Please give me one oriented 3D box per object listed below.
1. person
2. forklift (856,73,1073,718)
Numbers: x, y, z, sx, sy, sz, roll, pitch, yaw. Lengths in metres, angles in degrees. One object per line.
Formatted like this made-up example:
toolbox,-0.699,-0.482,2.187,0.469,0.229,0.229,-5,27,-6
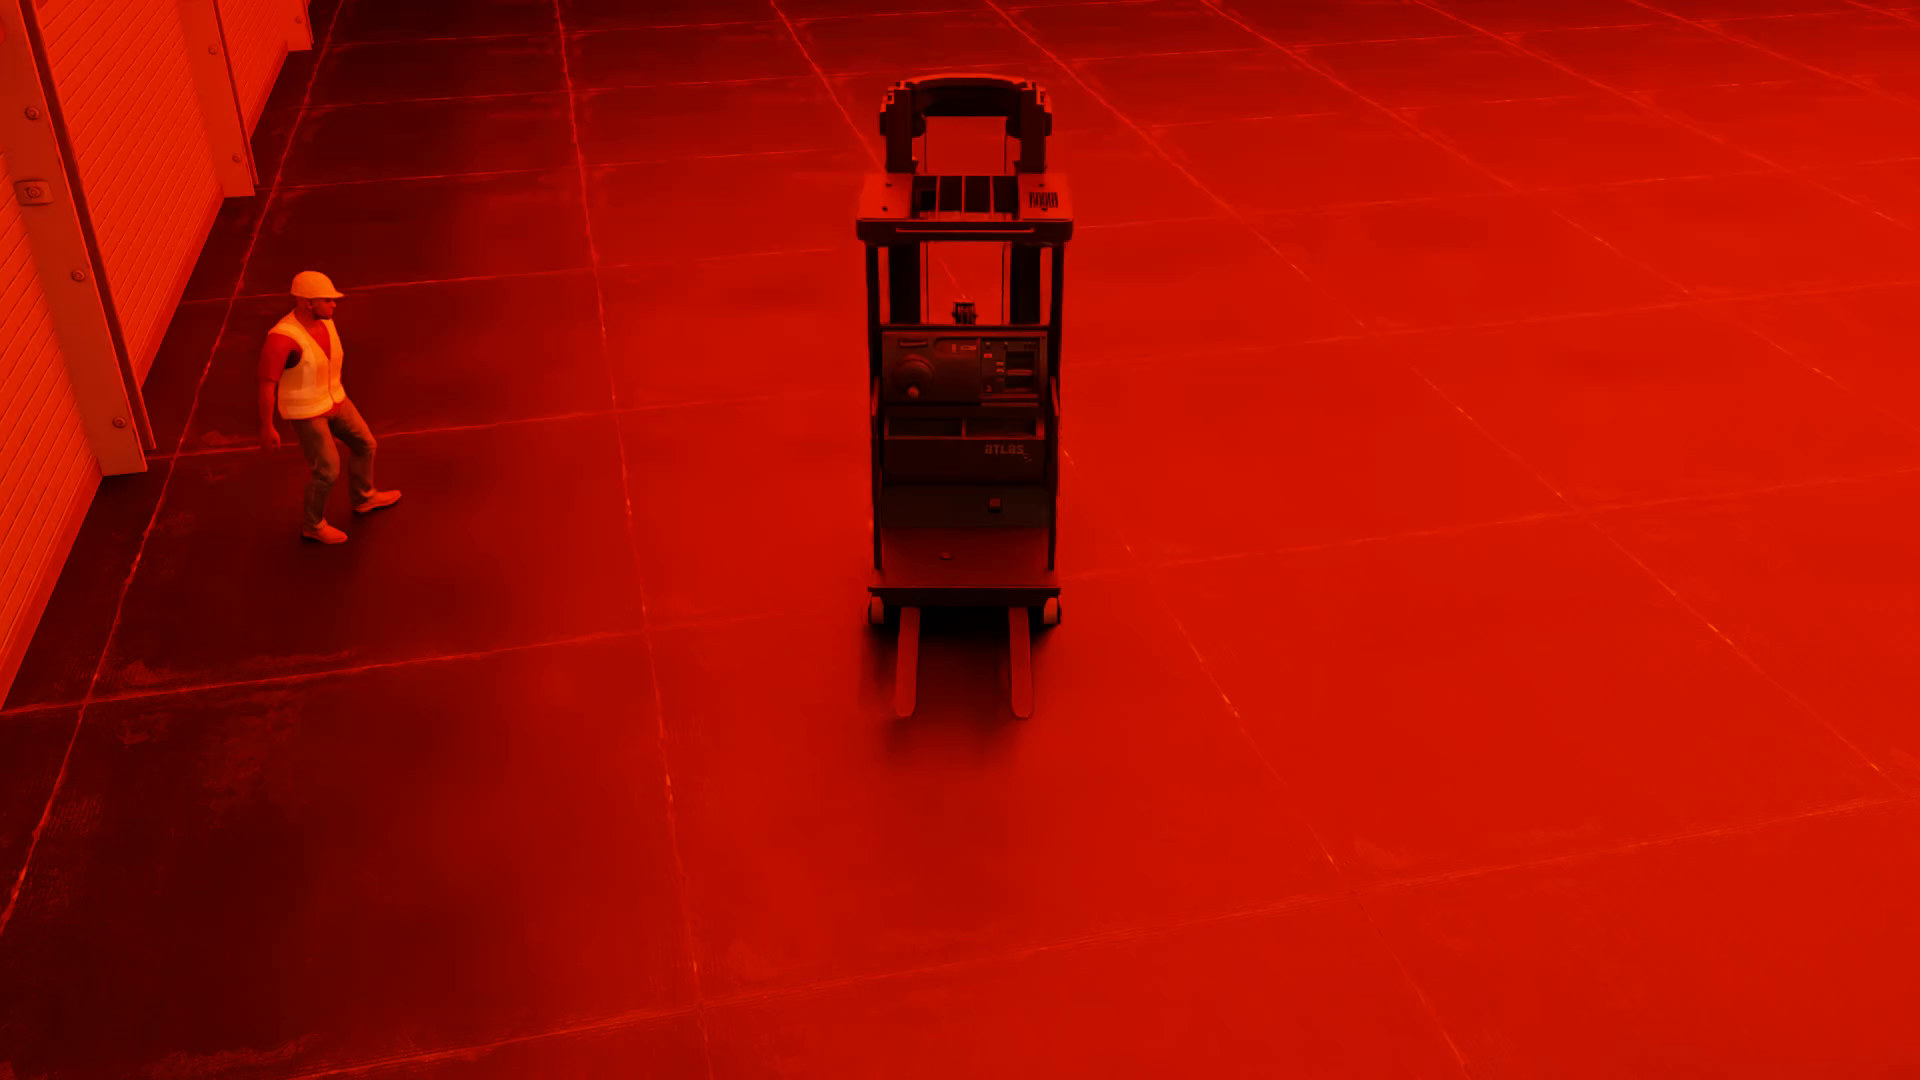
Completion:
person,-3.915,-0.817,10.199,0.470,1.731,0.890,8,31,13
forklift,0.026,-0.931,9.183,1.130,2.935,3.031,0,30,0
